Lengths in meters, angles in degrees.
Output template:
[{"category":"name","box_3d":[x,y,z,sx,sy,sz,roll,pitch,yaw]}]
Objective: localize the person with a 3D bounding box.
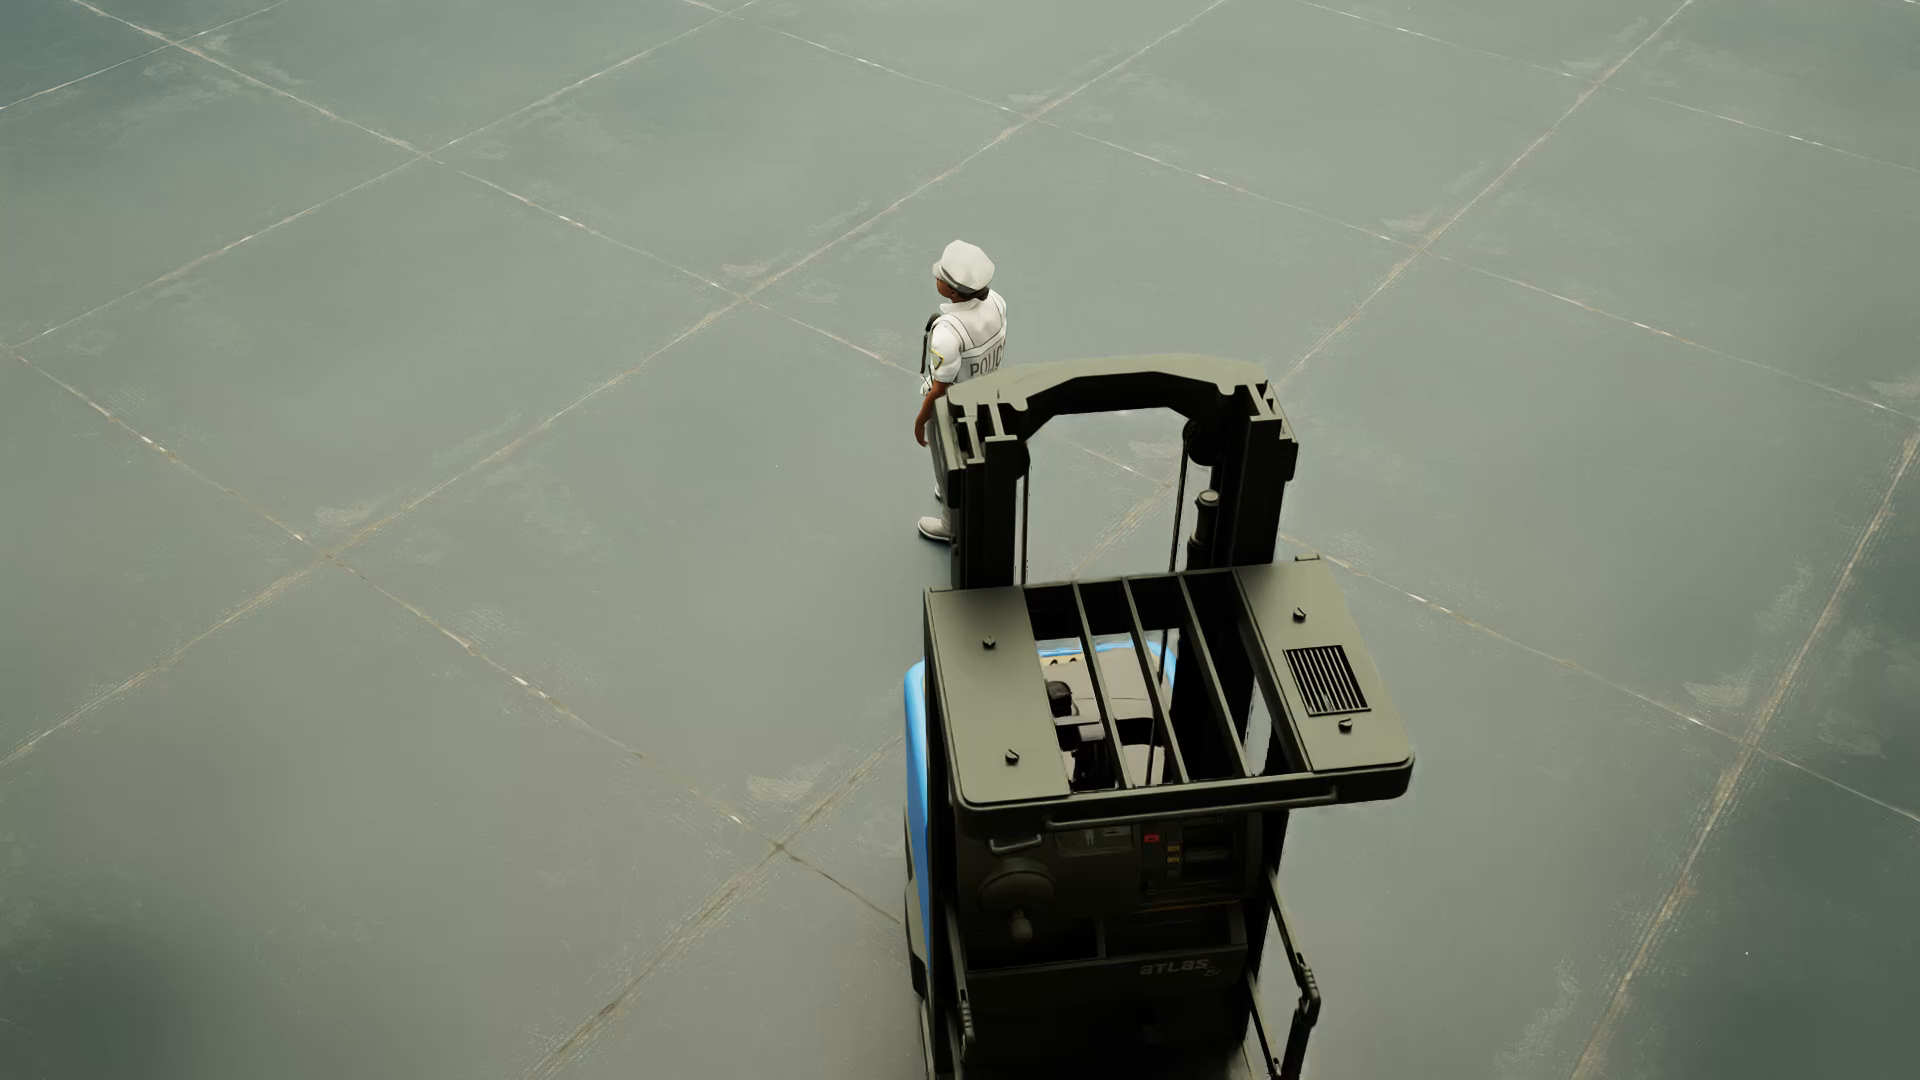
[{"category":"person","box_3d":[-0.047,-0.690,7.826,0.530,1.694,0.569,26,47,28]}]

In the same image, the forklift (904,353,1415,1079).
[{"category":"forklift","box_3d":[0.479,1.057,4.835,1.130,2.935,3.031,-5,41,-6]}]
